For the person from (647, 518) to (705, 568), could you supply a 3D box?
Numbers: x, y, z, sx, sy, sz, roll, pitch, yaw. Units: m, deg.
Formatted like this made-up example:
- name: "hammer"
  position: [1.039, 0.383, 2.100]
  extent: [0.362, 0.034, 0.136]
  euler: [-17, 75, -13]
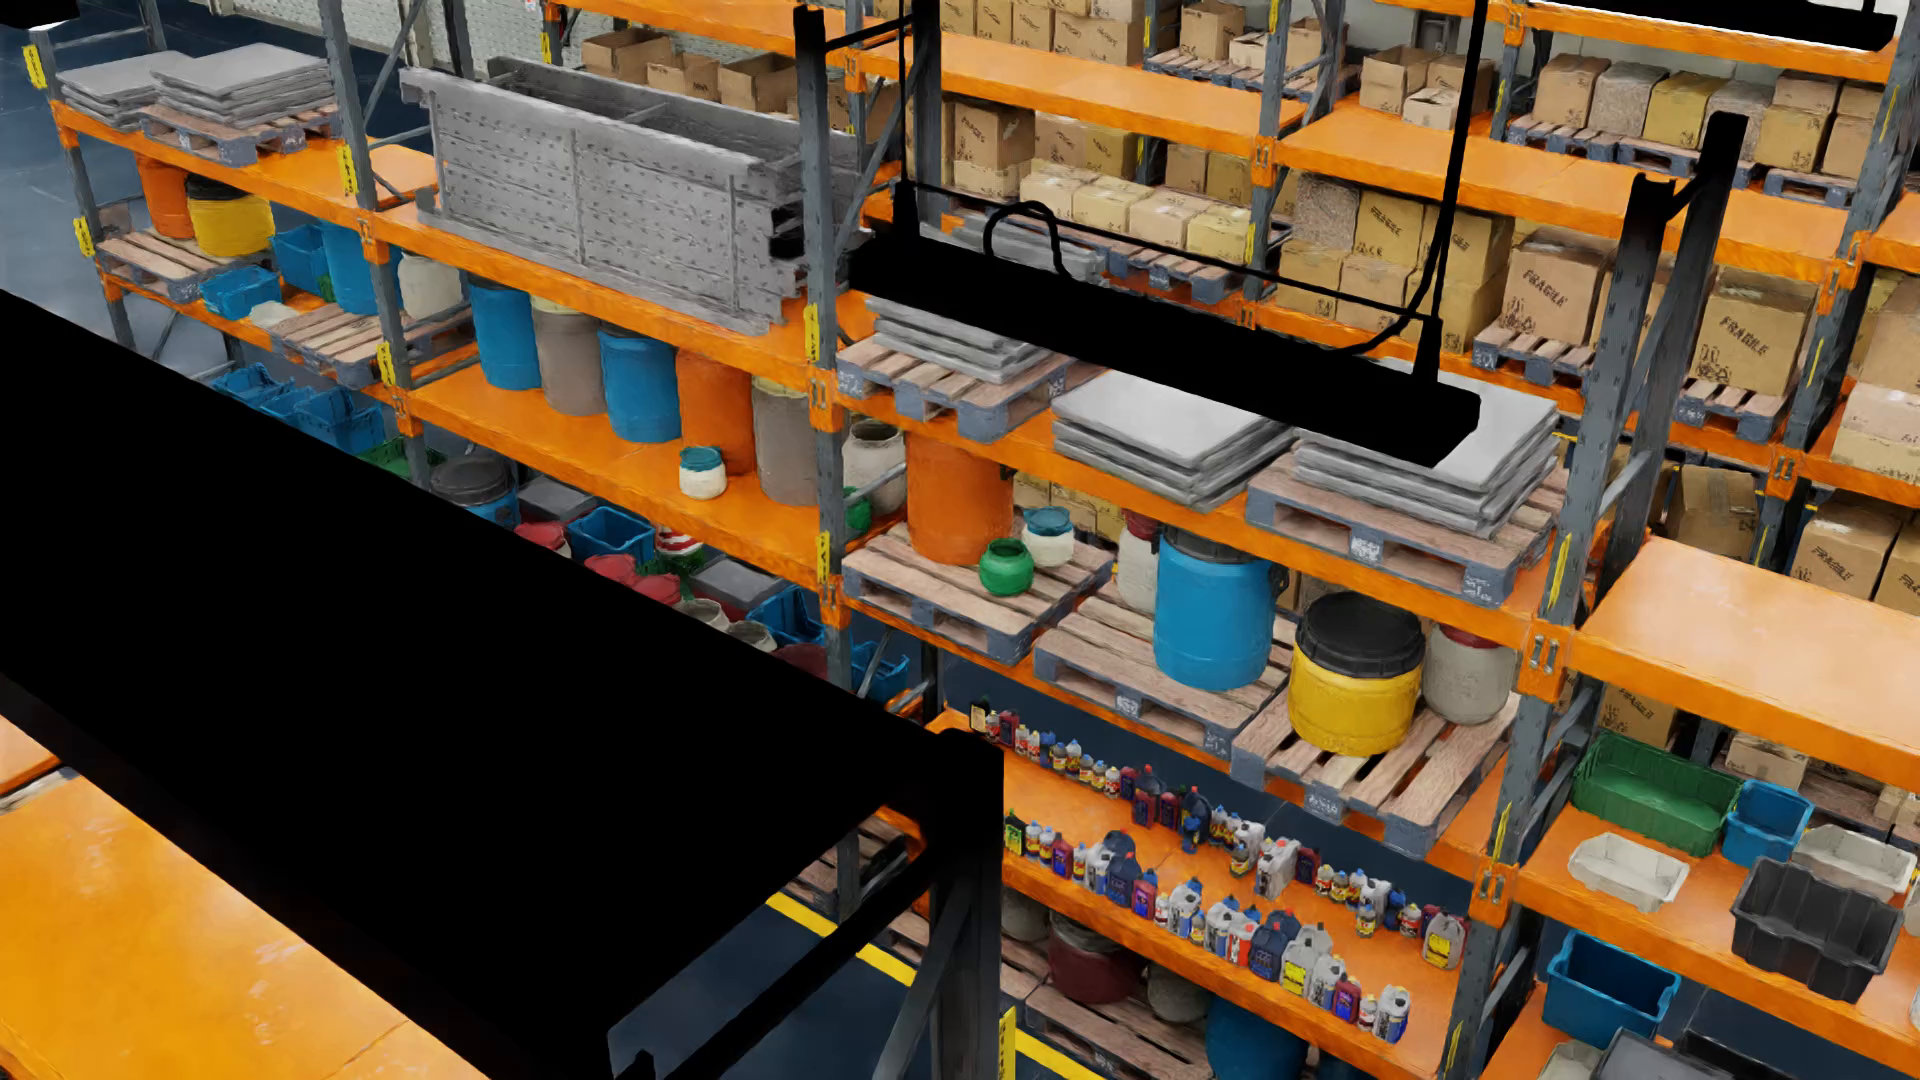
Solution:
- name: "person"
  position: [-2.285, 0.032, 13.574]
  extent: [0.551, 1.742, 0.677]
  euler: [22, 37, 31]
